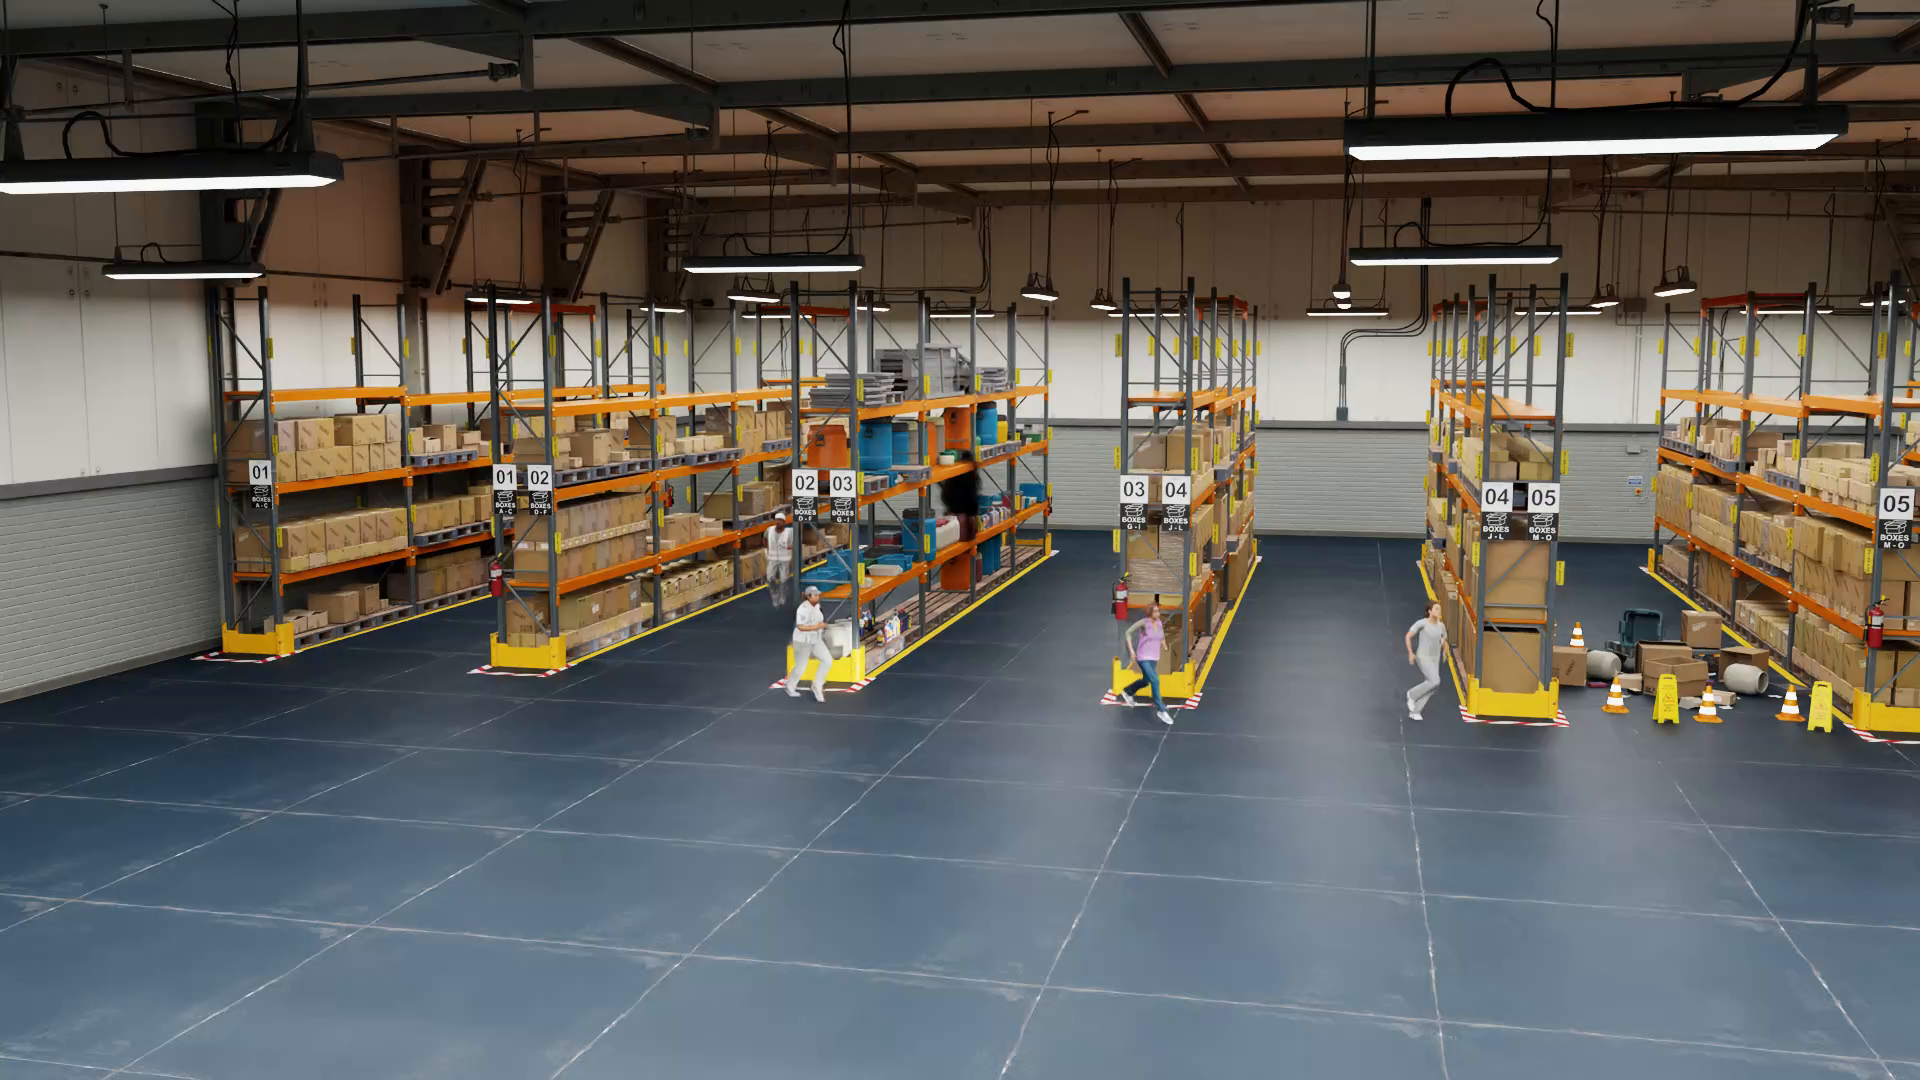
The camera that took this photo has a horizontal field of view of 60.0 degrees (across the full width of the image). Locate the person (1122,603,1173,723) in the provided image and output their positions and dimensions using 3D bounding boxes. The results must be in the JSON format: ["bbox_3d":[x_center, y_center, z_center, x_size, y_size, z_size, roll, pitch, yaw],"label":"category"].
[{"bbox_3d":[2.529,1.627,22.553,0.557,1.599,0.931,-5,8,-38],"label":"person"}]

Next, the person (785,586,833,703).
[{"bbox_3d":[-2.170,1.480,23.658,0.811,1.675,0.628,4,8,32],"label":"person"}]

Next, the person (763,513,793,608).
[{"bbox_3d":[-3.312,0.377,30.453,0.666,1.758,0.736,0,7,3],"label":"person"}]

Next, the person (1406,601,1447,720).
[{"bbox_3d":[6.383,1.633,22.480,0.590,1.594,0.506,-3,7,-23],"label":"person"}]
